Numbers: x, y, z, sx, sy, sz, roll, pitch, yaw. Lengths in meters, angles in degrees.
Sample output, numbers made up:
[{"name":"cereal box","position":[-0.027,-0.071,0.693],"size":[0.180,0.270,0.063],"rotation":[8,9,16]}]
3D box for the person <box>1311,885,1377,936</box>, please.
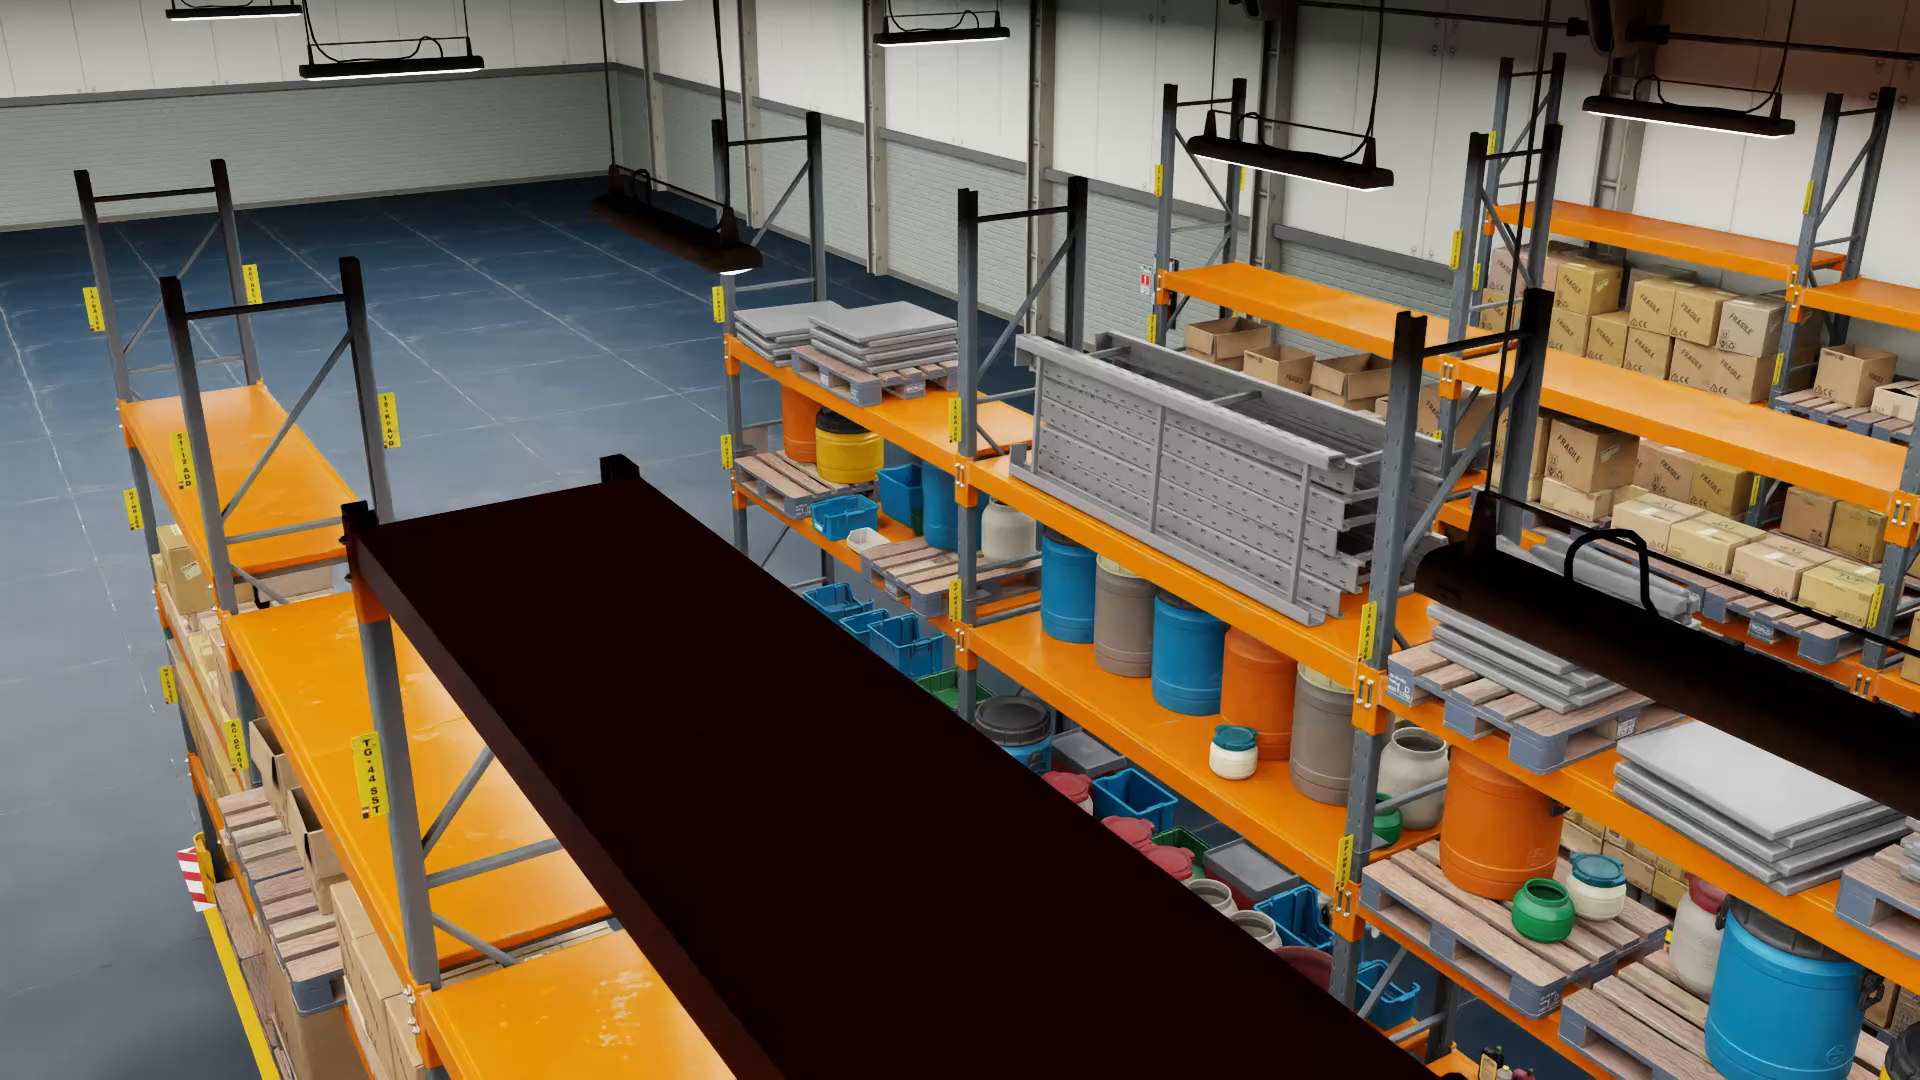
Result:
[{"name":"person","position":[2.802,2.736,12.289],"size":[0.538,1.600,1.023],"rotation":[-14,26,-32]}]
